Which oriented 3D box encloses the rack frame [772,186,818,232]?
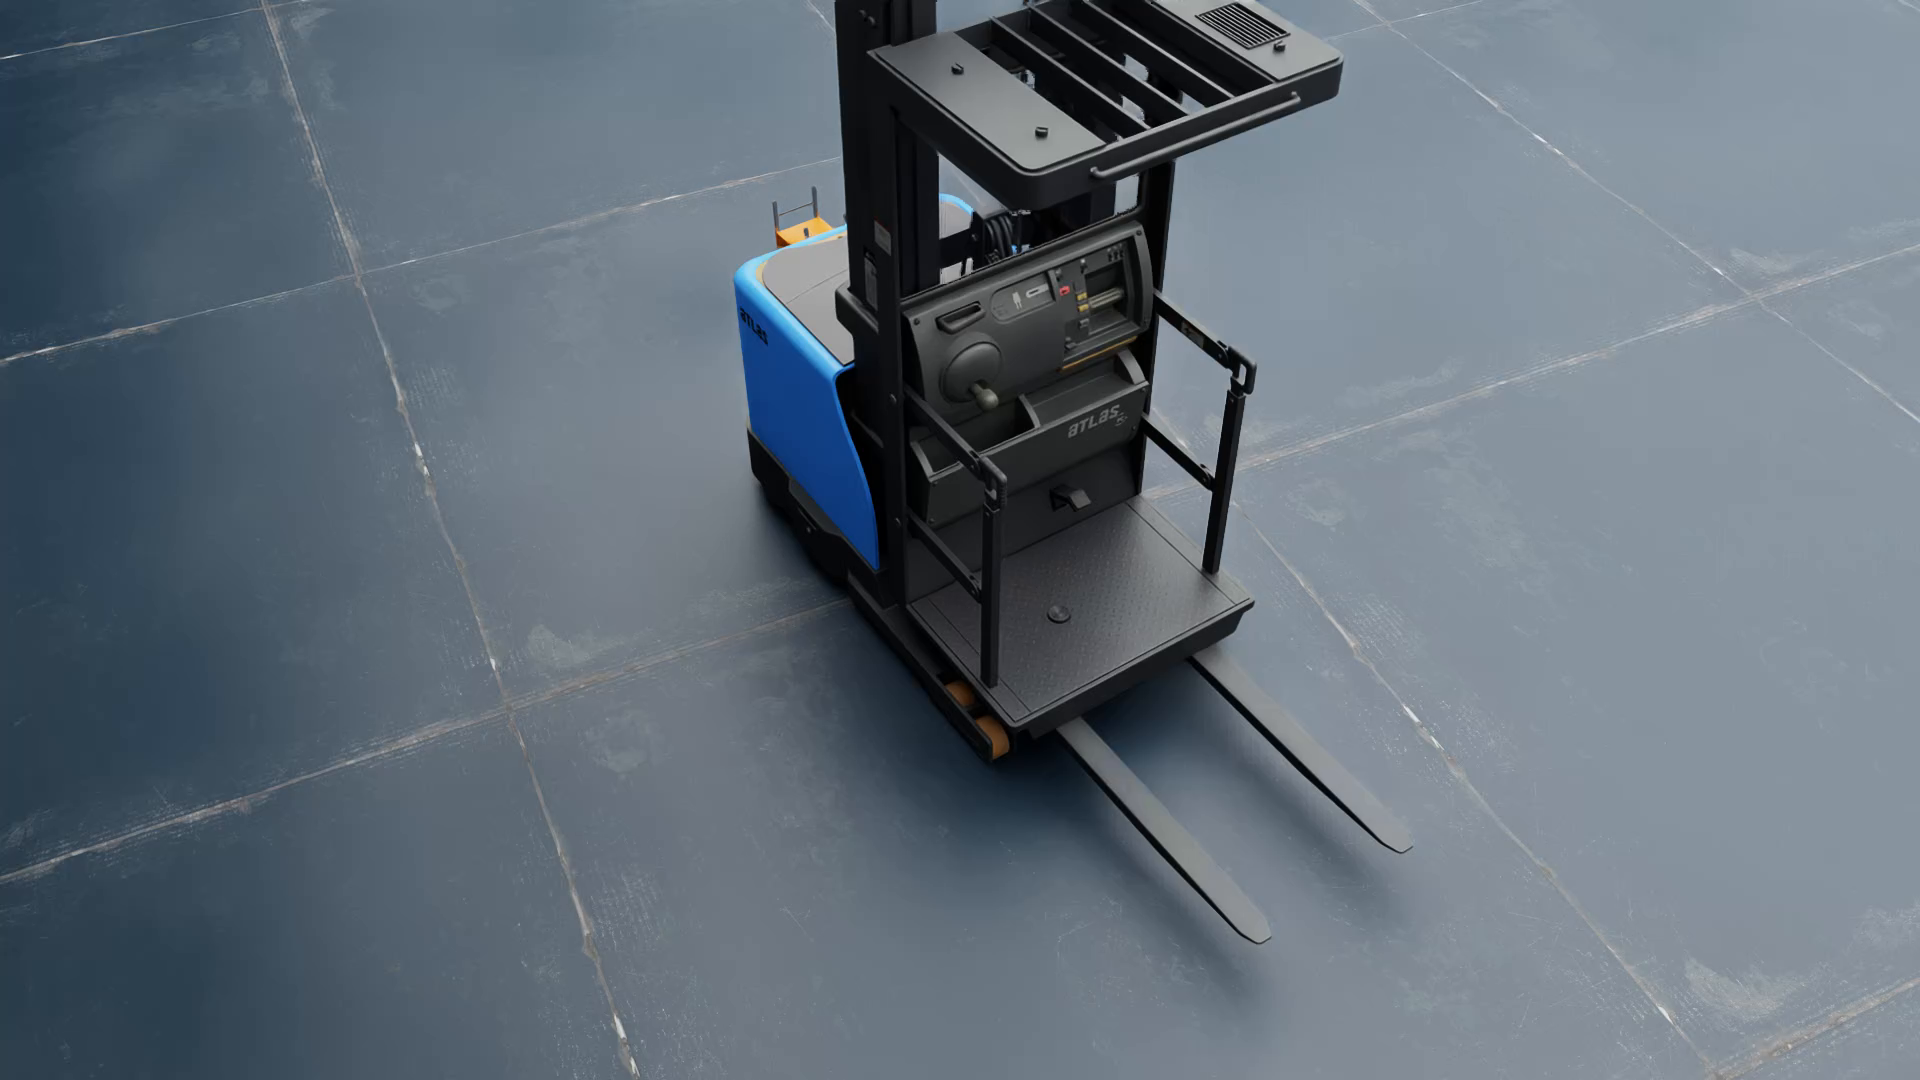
[{"bbox_3d":[-0.655,-1.004,7.020,0.200,1.050,0.008,-26,48,-24],"label":"rack frame"}]

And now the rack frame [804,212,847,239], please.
[{"bbox_3d":[-0.516,-0.869,6.872,0.200,1.050,0.008,-26,48,-24],"label":"rack frame"}]

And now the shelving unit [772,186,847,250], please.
[{"bbox_3d":[-0.585,-0.936,6.946,0.215,1.050,0.252,-26,48,-24],"label":"shelving unit"}]

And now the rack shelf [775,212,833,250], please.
[{"bbox_3d":[-0.590,-1.136,6.759,0.215,0.259,0.240,-26,48,-24],"label":"rack shelf"}]

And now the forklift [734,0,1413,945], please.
[{"bbox_3d":[0.364,-0.642,5.314,1.130,2.935,3.031,-25,50,-23],"label":"forklift"}]
